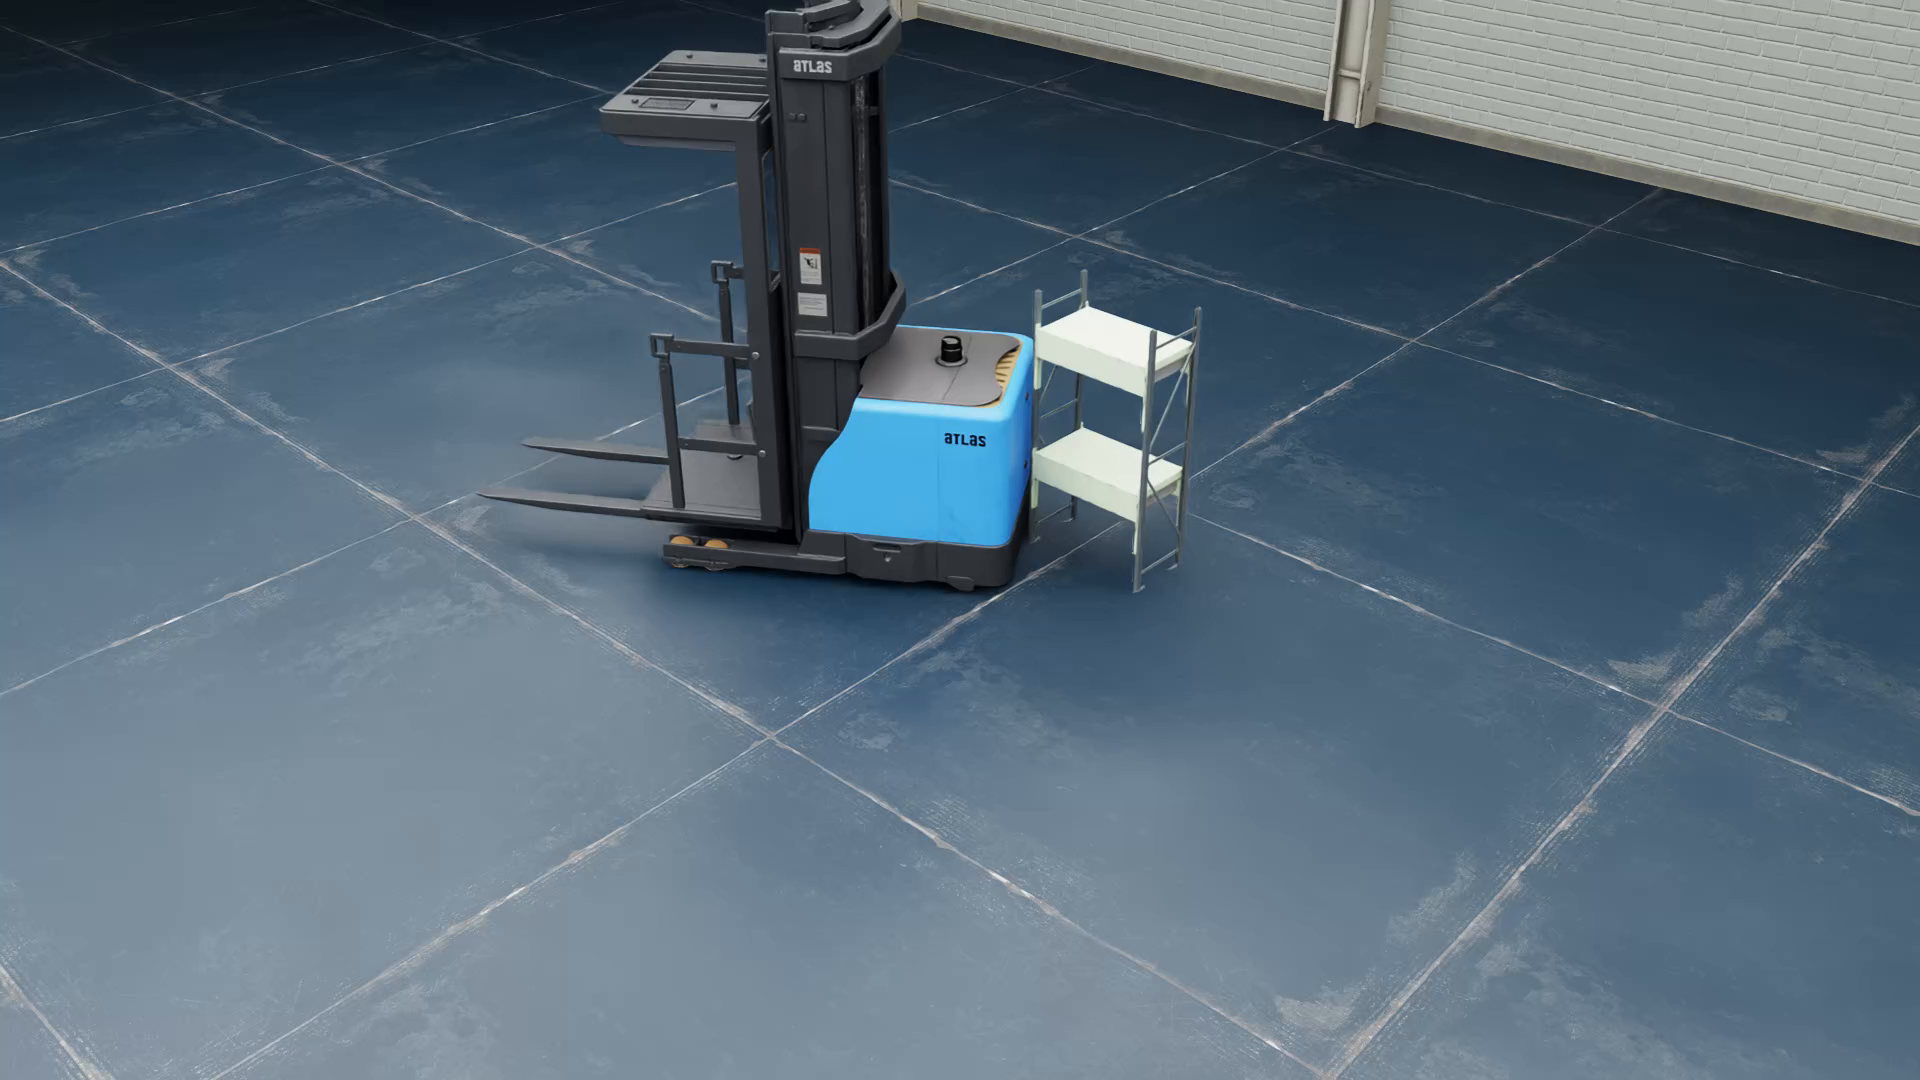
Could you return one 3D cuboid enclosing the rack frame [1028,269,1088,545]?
[{"bbox_3d":[0.523,-0.694,8.949,0.023,1.500,0.400,26,39,36],"label":"rack frame"}]

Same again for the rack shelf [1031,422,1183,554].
[{"bbox_3d":[0.791,-0.286,8.903,0.720,0.370,0.431,26,39,36],"label":"rack shelf"}]

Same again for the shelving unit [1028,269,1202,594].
[{"bbox_3d":[0.791,-0.565,8.735,0.755,1.500,0.431,26,39,36],"label":"shelving unit"}]

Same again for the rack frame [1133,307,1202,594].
[{"bbox_3d":[1.059,-0.437,8.521,0.023,1.500,0.400,26,39,36],"label":"rack frame"}]

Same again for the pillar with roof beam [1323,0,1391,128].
[{"bbox_3d":[0.840,-6.227,10.869,0.400,9.000,9.100,25,39,35],"label":"pillar with roof beam"}]

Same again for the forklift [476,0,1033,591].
[{"bbox_3d":[-1.142,-1.348,8.648,3.031,2.935,1.130,5,31,9],"label":"forklift"}]

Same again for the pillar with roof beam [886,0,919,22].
[{"bbox_3d":[-3.609,-8.304,14.319,0.400,9.000,9.100,25,39,35],"label":"pillar with roof beam"}]

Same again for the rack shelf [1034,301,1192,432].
[{"bbox_3d":[0.791,-0.900,8.534,0.720,0.370,0.431,26,39,36],"label":"rack shelf"}]
